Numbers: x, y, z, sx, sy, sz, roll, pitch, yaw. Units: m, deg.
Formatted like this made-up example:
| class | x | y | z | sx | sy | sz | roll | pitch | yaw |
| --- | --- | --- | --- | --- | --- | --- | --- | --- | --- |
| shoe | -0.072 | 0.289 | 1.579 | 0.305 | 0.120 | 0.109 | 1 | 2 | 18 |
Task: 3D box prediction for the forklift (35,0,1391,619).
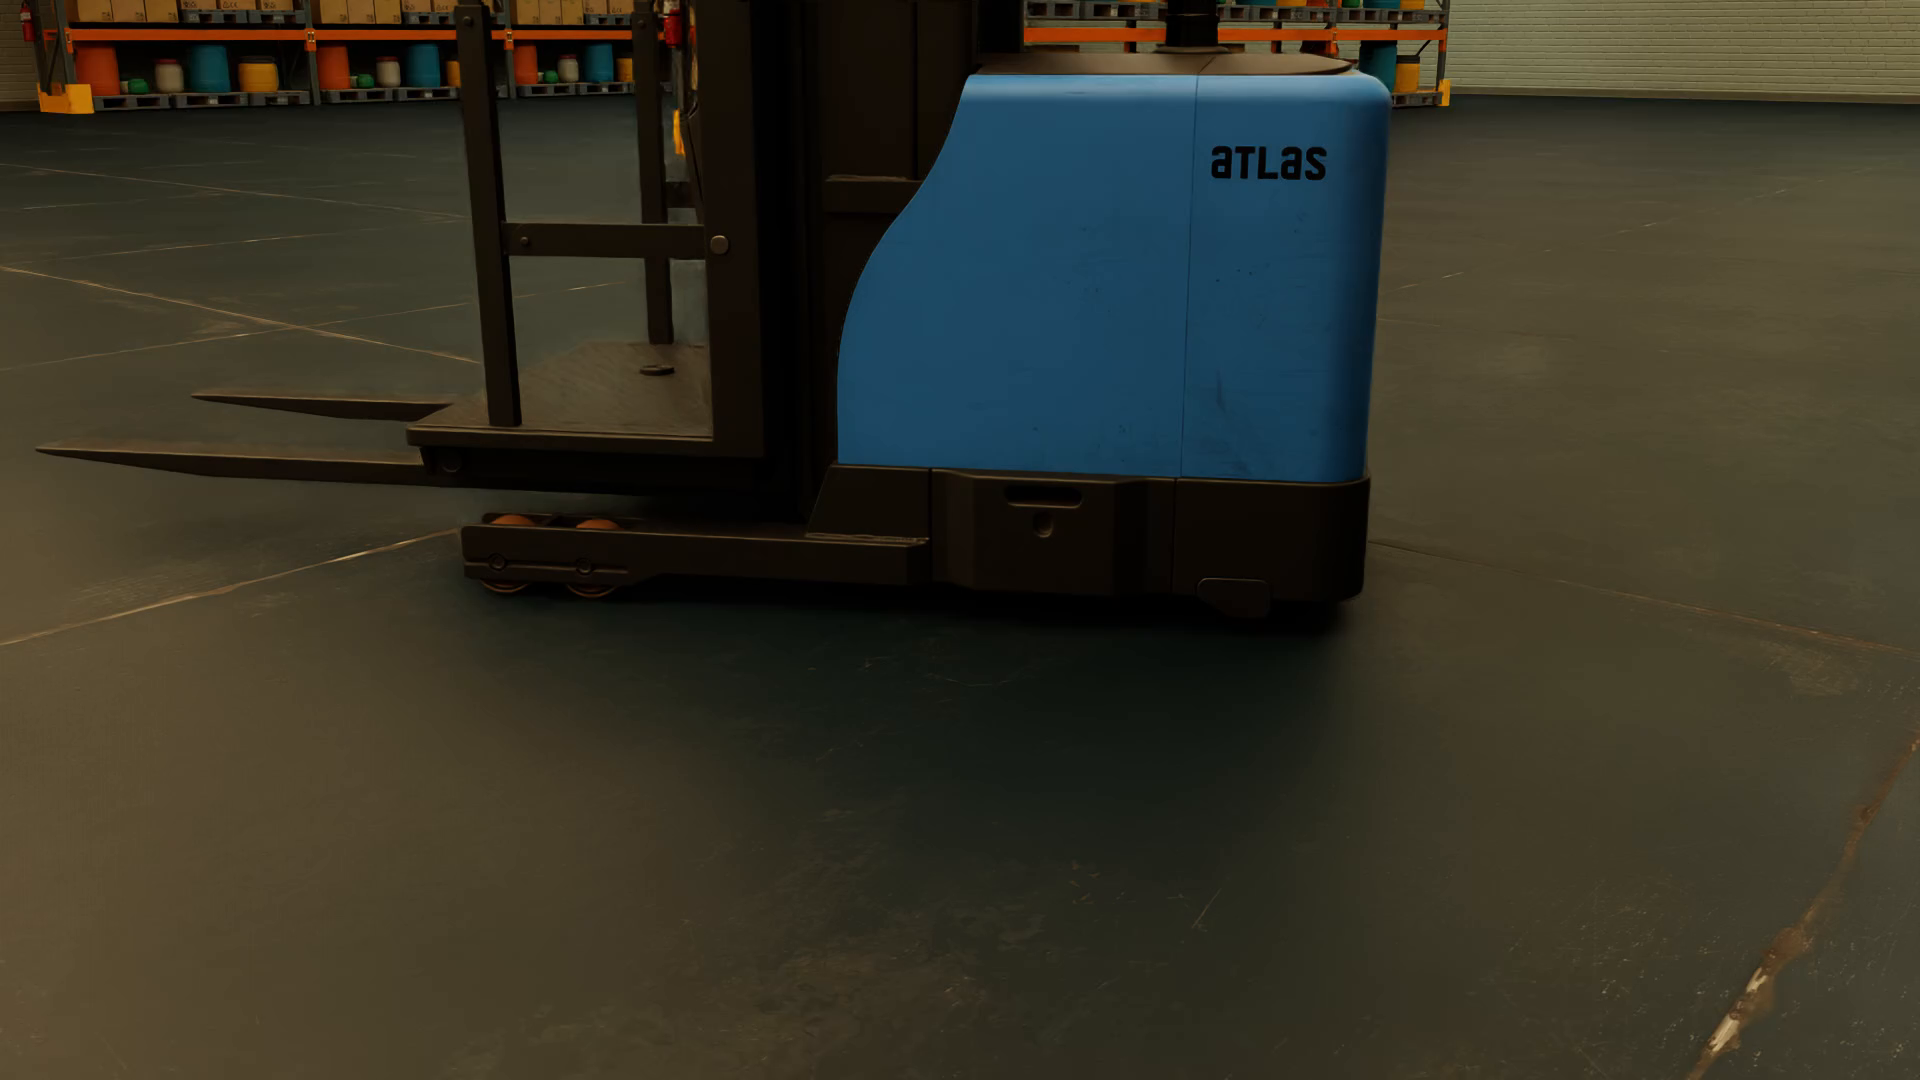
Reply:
| class | x | y | z | sx | sy | sz | roll | pitch | yaw |
| --- | --- | --- | --- | --- | --- | --- | --- | --- | --- |
| forklift | -0.613 | -1.427 | 3.596 | 3.031 | 2.935 | 1.130 | 3 | 17 | 9 |
